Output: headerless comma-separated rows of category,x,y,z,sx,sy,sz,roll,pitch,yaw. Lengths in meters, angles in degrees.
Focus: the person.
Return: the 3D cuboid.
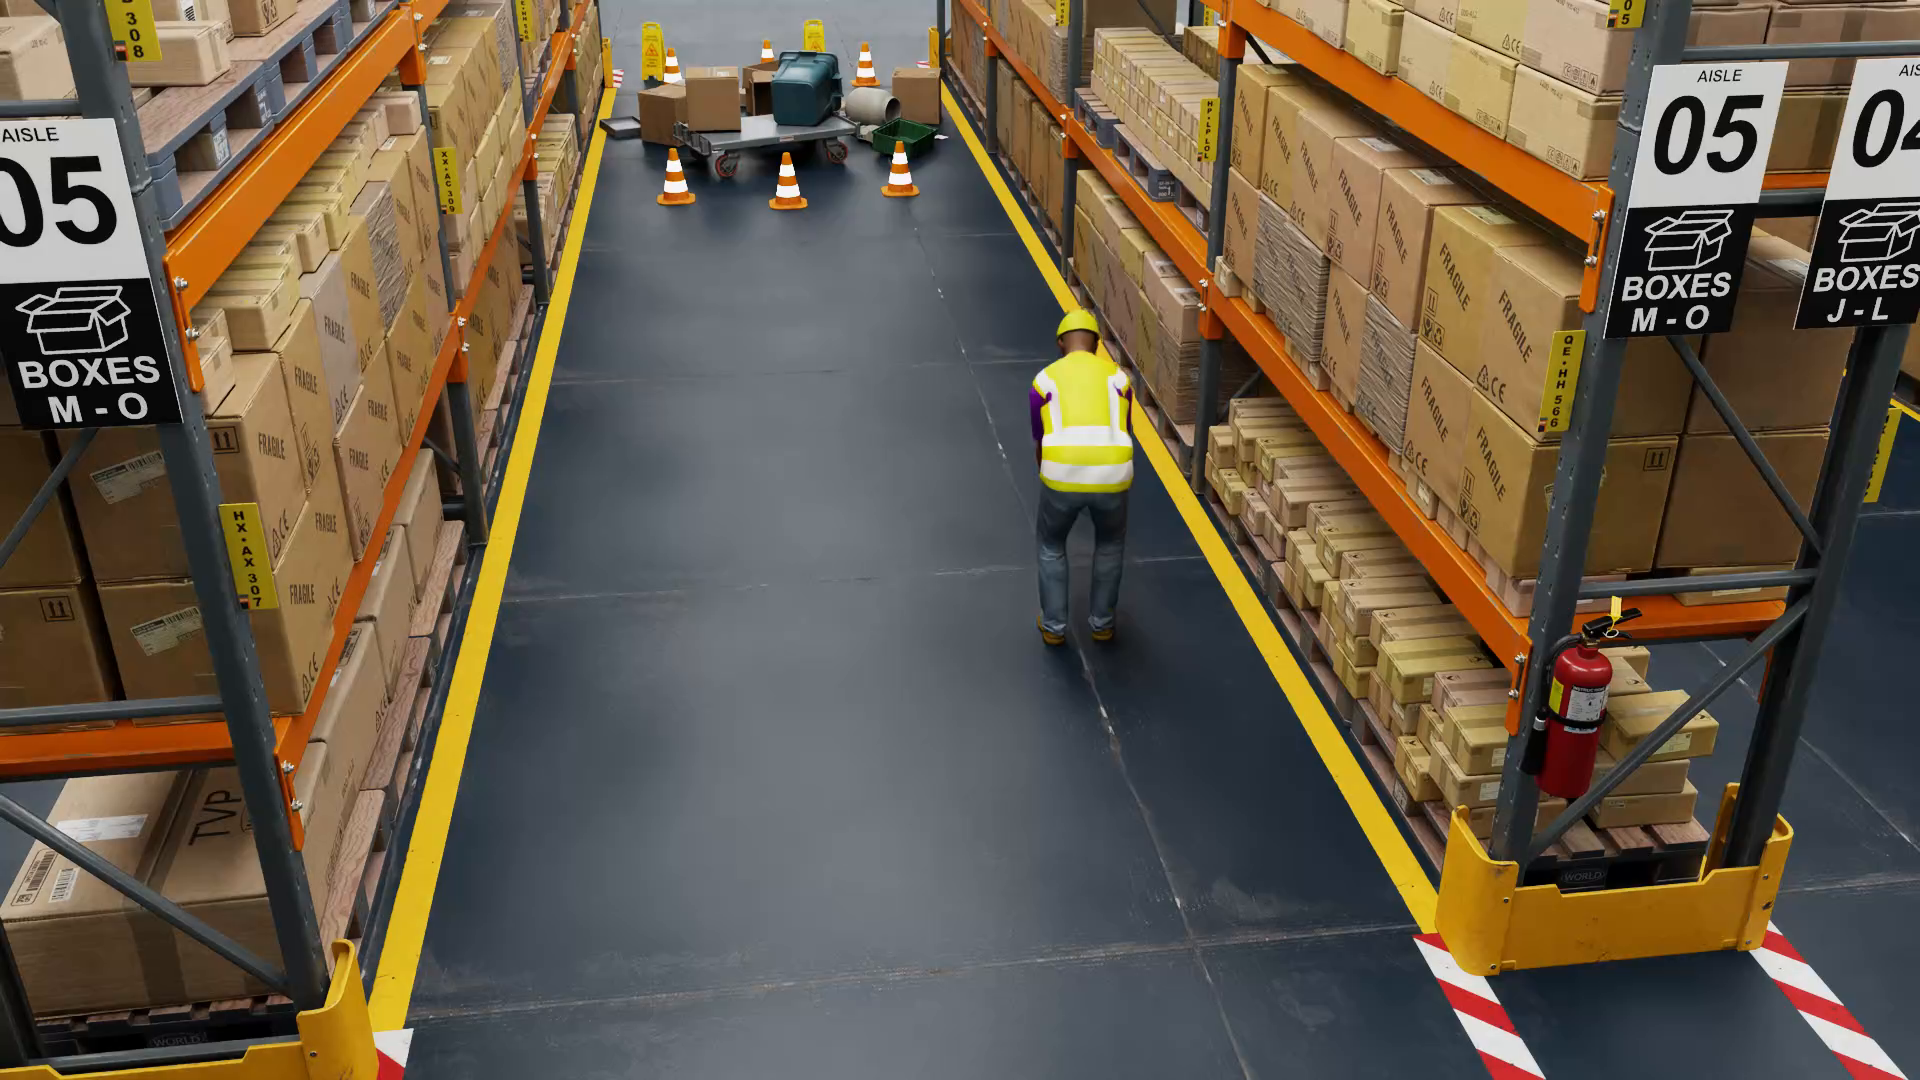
person,0.569,-0.293,7.959,0.487,1.497,0.832,0,27,0
